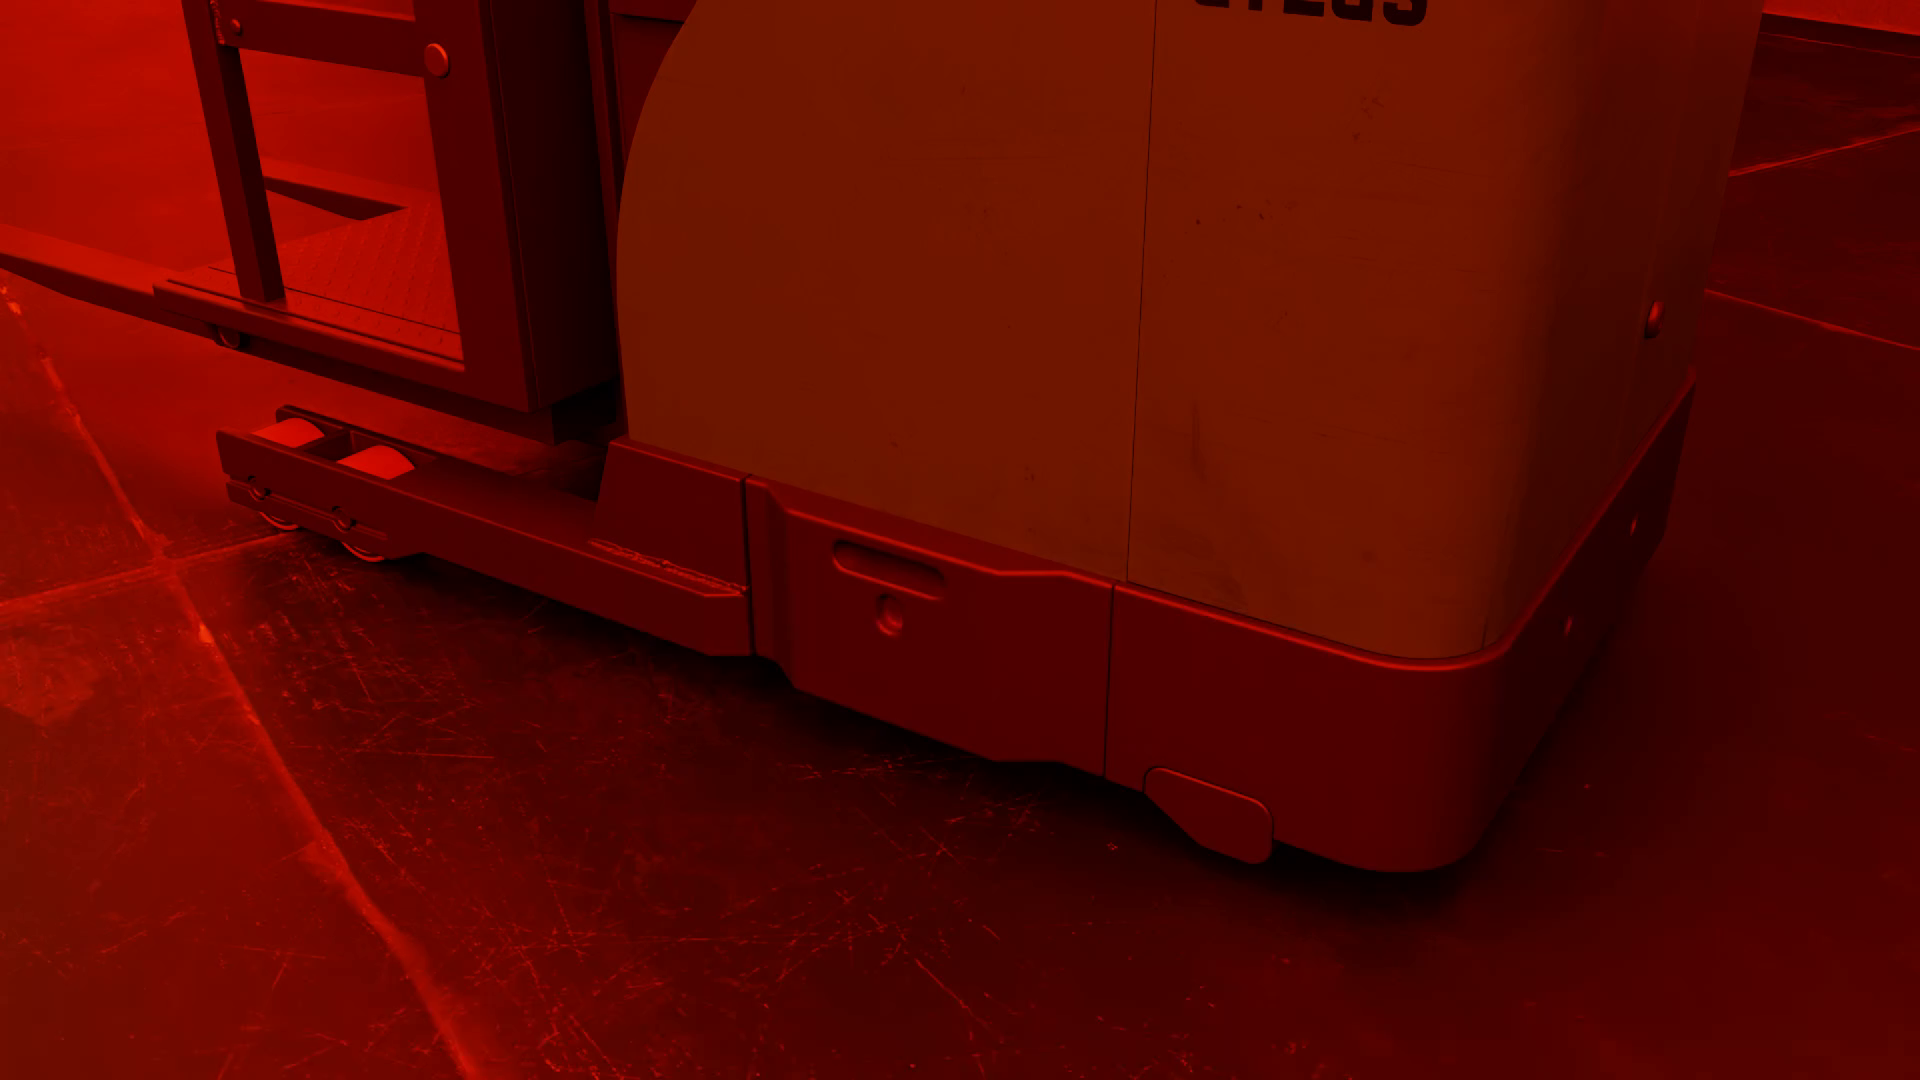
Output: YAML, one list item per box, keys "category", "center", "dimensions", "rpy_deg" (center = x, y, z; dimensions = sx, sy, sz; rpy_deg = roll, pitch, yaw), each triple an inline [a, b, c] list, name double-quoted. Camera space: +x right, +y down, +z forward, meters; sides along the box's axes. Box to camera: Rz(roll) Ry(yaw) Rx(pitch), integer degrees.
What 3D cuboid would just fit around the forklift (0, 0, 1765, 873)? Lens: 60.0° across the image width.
- category: "forklift"
  center: [-0.511, -1.459, 2.139]
  dimensions: [3.031, 2.935, 1.130]
  rpy_deg: [16, 31, 29]
